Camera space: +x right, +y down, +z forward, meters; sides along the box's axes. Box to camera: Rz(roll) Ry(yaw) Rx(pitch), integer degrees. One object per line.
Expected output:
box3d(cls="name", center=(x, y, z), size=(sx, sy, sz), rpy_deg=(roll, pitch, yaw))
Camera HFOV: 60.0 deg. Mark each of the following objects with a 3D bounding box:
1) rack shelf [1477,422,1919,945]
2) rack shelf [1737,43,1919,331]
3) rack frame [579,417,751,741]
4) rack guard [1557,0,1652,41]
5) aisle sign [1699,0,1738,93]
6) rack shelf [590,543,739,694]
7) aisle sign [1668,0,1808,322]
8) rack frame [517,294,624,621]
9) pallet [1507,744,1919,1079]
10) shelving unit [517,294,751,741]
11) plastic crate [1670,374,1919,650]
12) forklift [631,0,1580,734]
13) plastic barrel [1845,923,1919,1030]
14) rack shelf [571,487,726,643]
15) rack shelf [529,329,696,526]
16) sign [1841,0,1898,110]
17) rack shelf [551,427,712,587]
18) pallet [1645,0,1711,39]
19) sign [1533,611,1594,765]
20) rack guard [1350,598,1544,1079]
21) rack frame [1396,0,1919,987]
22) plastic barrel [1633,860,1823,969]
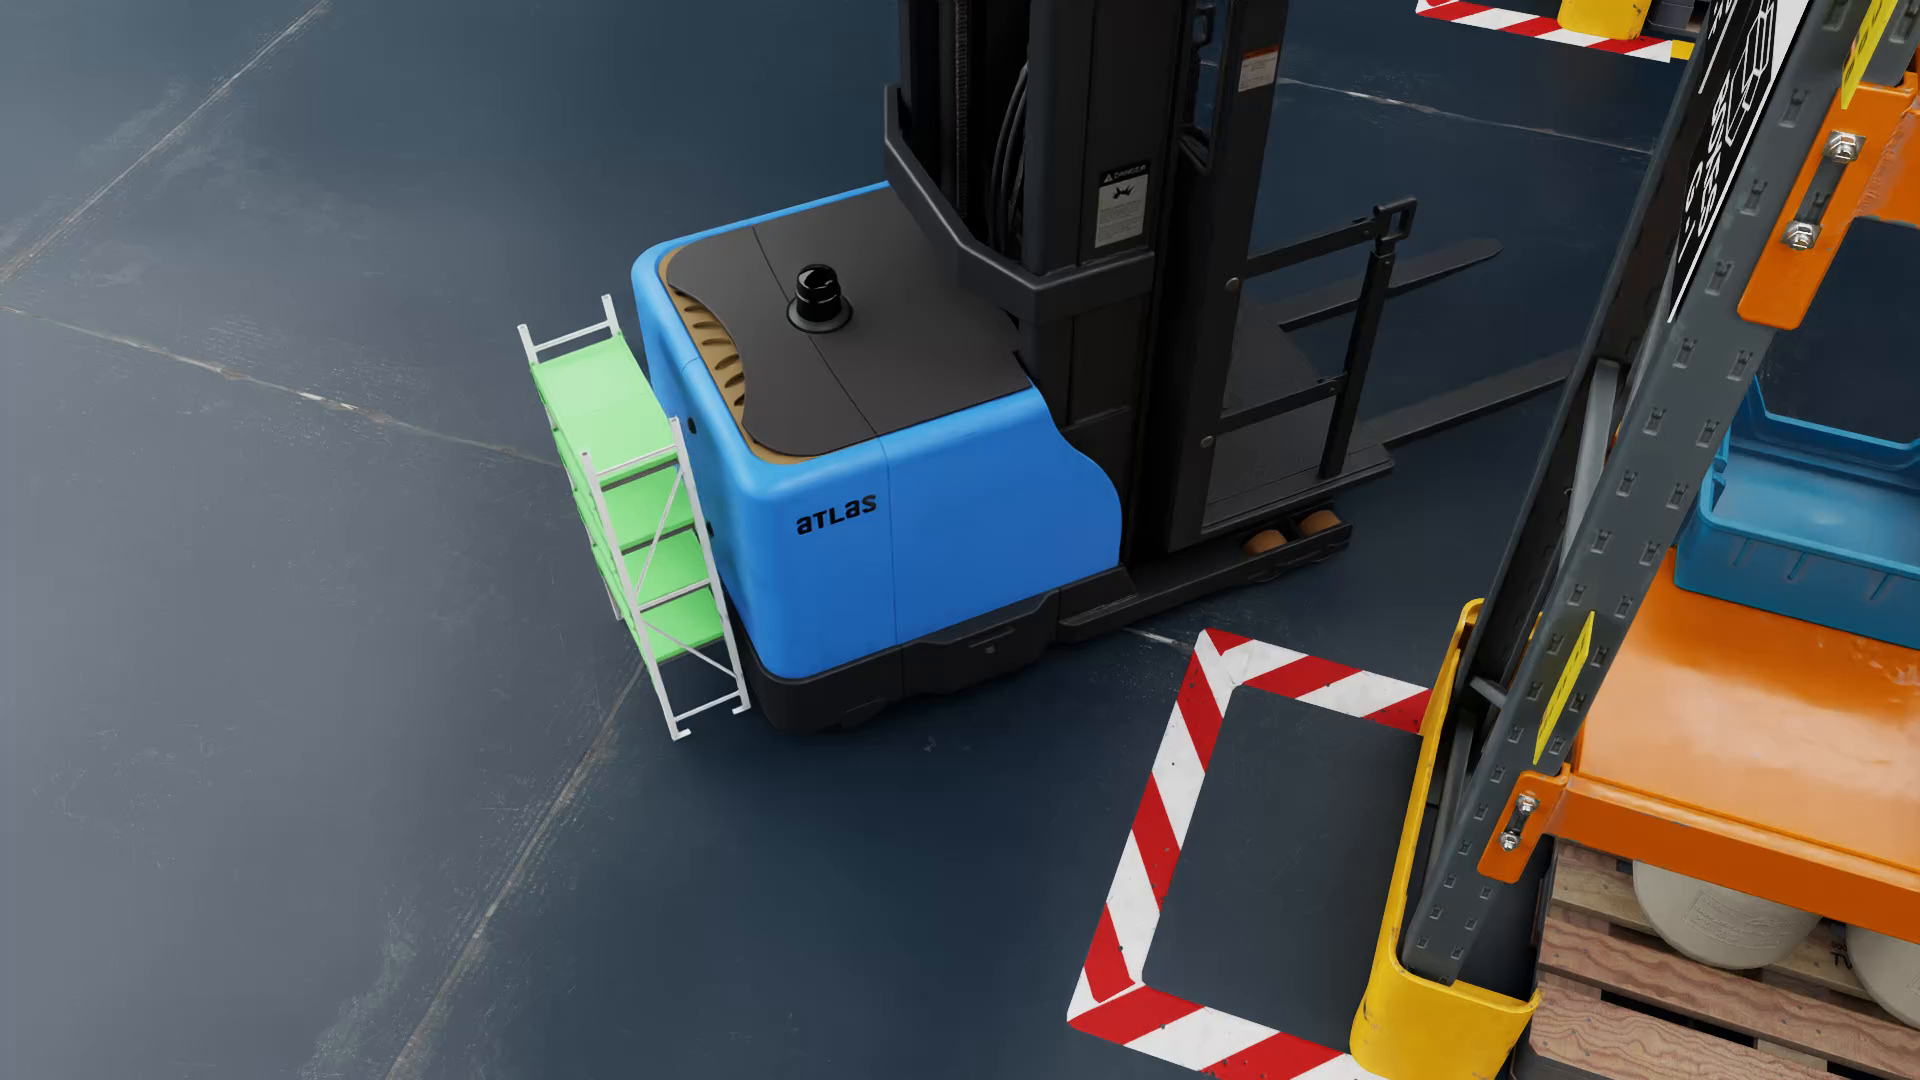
box3d(cls="rack shelf", center=(3.107, 0.719, 3.118), size=(4.000, 0.370, 1.077), rpy_deg=(16, 51, 13))
box3d(cls="rack shelf", center=(3.107, -0.263, 1.984), size=(4.000, 0.370, 1.077), rpy_deg=(16, 51, 13))
box3d(cls="rack frame", center=(-0.741, 0.142, 4.324), size=(0.240, 1.200, 0.015), rpy_deg=(-23, 53, -15))
box3d(cls="rack guard", center=(2.928, -2.738, 7.292), size=(0.348, 0.500, 1.175), rpy_deg=(16, 51, 13))
box3d(cls="aisle sign", center=(1.266, -1.121, 2.516), size=(0.004, 0.787, 0.394), rpy_deg=(16, 51, 13))
box3d(cls="rack shelf", center=(-0.837, 0.171, 4.701), size=(0.258, 0.148, 0.480), rpy_deg=(-23, 53, -15))
box3d(cls="aisle sign", center=(1.062, -0.703, 2.154), size=(0.004, 0.787, 0.394), rpy_deg=(16, 51, 13))
box3d(cls="rack frame", center=(-0.960, -0.187, 4.610), size=(0.240, 1.200, 0.015), rpy_deg=(-23, 53, -15))
box3d(cls="pallet", center=(2.079, 1.076, 4.177), size=(1.213, 0.211, 1.003), rpy_deg=(16, 51, 13))
box3d(cls="shelving unit", center=(-0.850, -0.022, 4.467), size=(0.258, 1.200, 0.503), rpy_deg=(-23, 53, -15))
box3d(cls="plastic crate", center=(1.804, -0.072, 3.426), size=(0.616, 0.251, 0.499), rpy_deg=(16, 51, 13))
box3d(cls="forklift", center=(0.653, -1.176, 4.330), size=(3.031, 2.935, 1.130), rpy_deg=(-19, 52, -16))
box3d(cls="plastic barrel", center=(2.345, 0.887, 3.865), size=(0.421, 0.512, 0.421), rpy_deg=(0, 49, 0))
box3d(cls="rack shelf", center=(-0.848, 0.018, 4.516), size=(0.258, 0.148, 0.480), rpy_deg=(-23, 53, -15))
box3d(cls="rack shelf", center=(-0.869, -0.288, 4.147), size=(0.258, 0.148, 0.480), rpy_deg=(-23, 53, -15))
box3d(cls="sign", center=(1.036, -0.636, 1.826), size=(0.005, 0.325, 0.100), rpy_deg=(16, 51, 13))
box3d(cls="rack shelf", center=(-0.858, -0.135, 4.331), size=(0.258, 0.148, 0.480), rpy_deg=(-23, 53, -15))
box3d(cls="pallet", center=(3.683, -2.466, 7.248), size=(1.213, 0.211, 1.003), rpy_deg=(16, 51, 13))
box3d(cls="sign", center=(1.036, 0.258, 2.858), size=(0.005, 0.325, 0.100), rpy_deg=(16, 51, 13))
box3d(cls="rack guard", center=(1.318, 0.765, 4.256), size=(0.348, 0.500, 1.175), rpy_deg=(16, 51, 13))
box3d(cls="rack frame", center=(1.231, -0.040, 3.300), size=(0.127, 3.000, 1.000), rpy_deg=(16, 51, 13))
box3d(cls="plastic barrel", center=(1.875, 0.756, 3.979), size=(0.421, 0.512, 0.421), rpy_deg=(0, 49, 0))
